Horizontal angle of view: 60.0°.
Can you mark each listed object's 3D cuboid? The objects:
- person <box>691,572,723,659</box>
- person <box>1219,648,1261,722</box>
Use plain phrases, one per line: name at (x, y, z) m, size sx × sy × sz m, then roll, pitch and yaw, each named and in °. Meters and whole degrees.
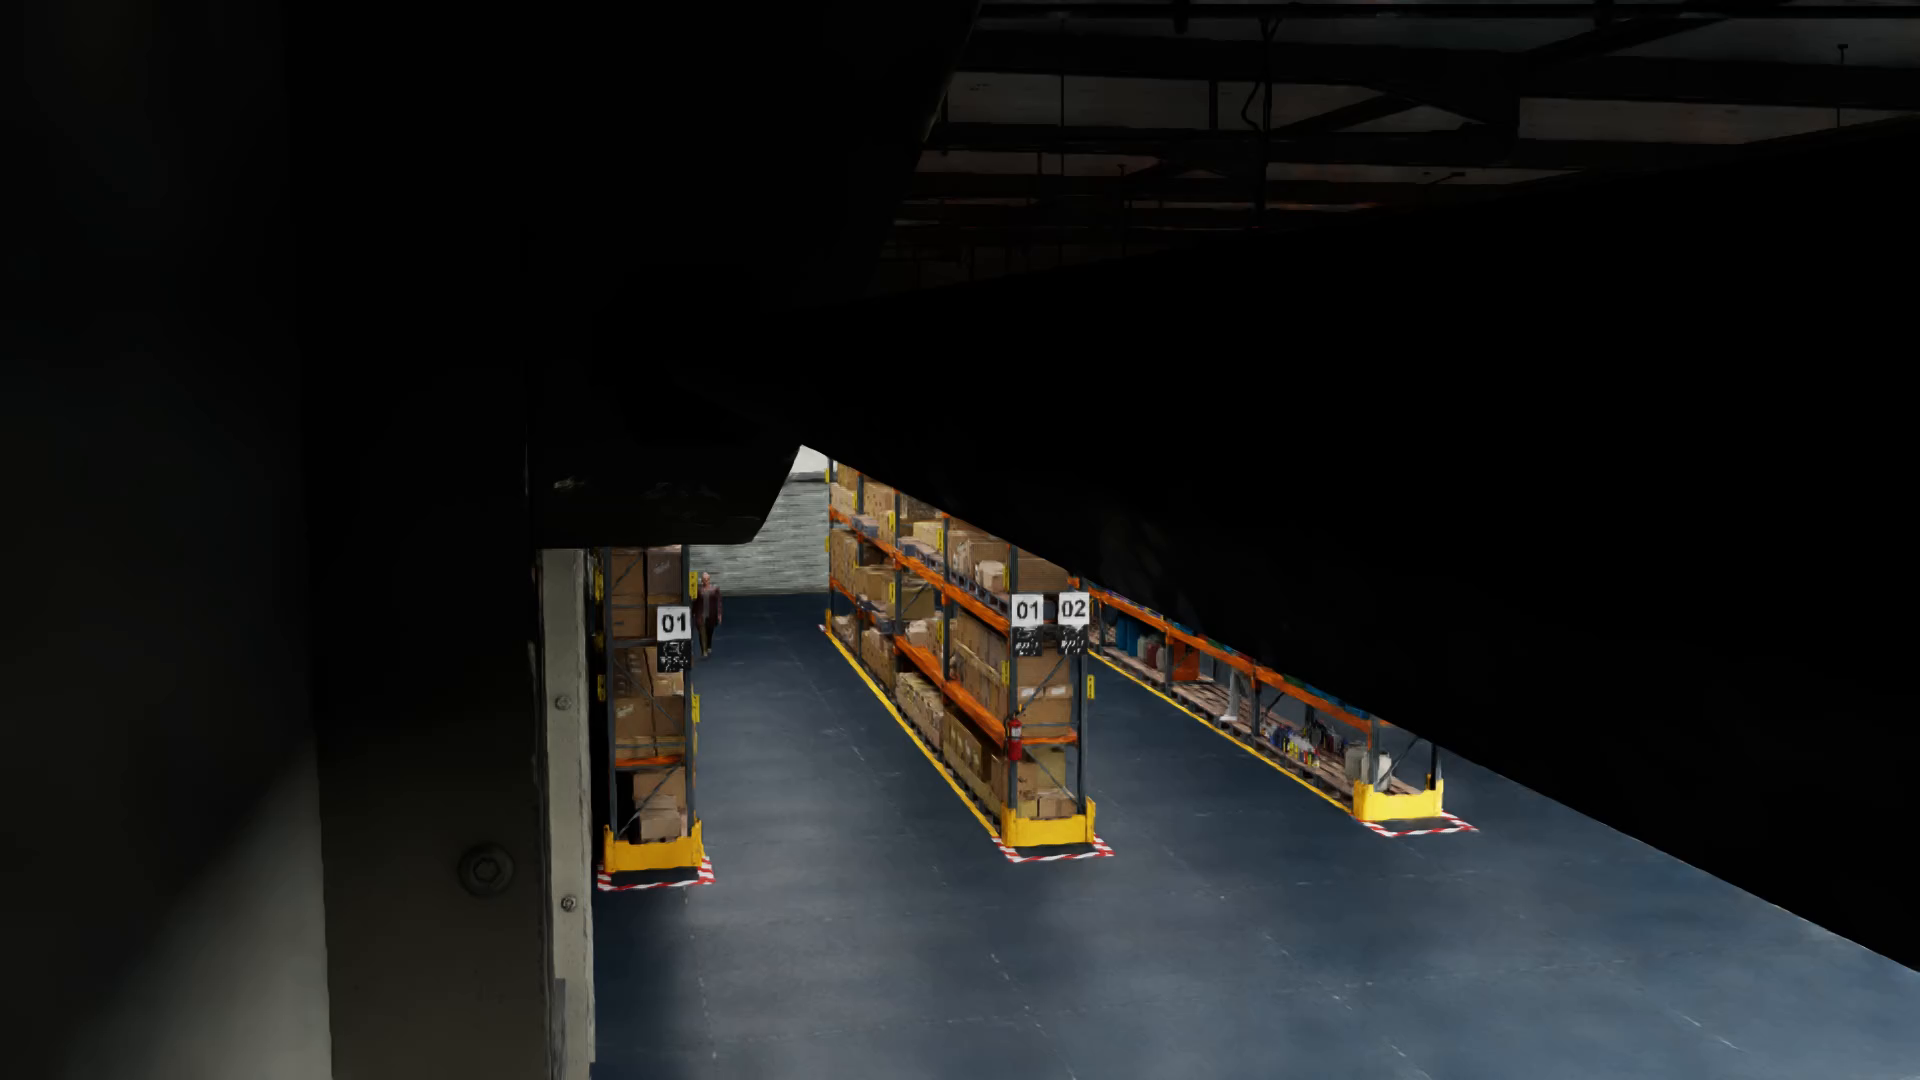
person at (-5.084, 1.503, 33.457) m, size 0.600 × 1.725 × 1.111 m, roll -2°, pitch 7°, yaw -14°
person at (4.554, 2.103, 26.827) m, size 0.613 × 1.668 × 0.624 m, roll -3°, pitch 8°, yaw -26°
